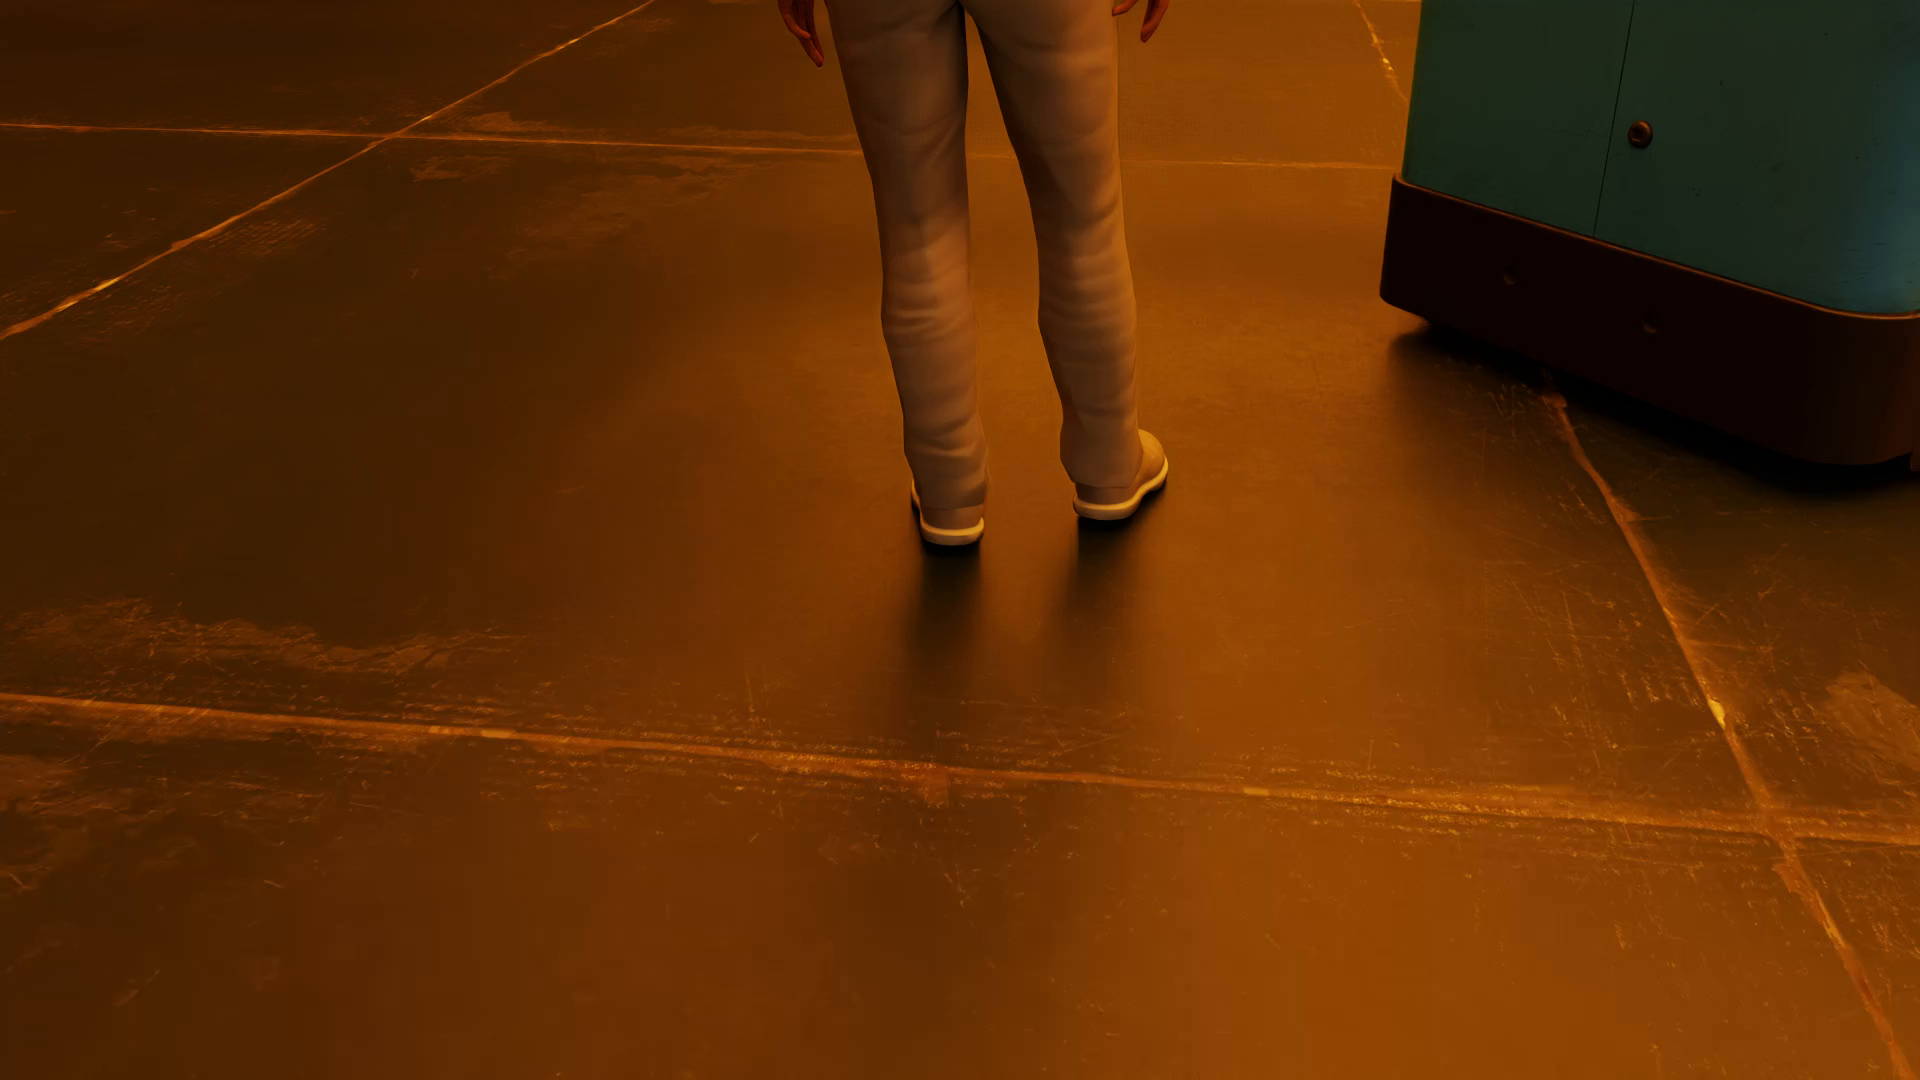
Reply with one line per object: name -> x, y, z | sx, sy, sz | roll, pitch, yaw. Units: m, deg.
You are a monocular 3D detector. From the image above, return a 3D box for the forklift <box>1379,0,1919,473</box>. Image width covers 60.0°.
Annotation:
forklift -> 2.361, -1.895, 3.015 | 3.031, 2.935, 1.130 | -15, 30, -28

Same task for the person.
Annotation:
person -> 0.030, -0.796, 2.182 | 0.569, 1.694, 0.530 | 3, 27, 7
